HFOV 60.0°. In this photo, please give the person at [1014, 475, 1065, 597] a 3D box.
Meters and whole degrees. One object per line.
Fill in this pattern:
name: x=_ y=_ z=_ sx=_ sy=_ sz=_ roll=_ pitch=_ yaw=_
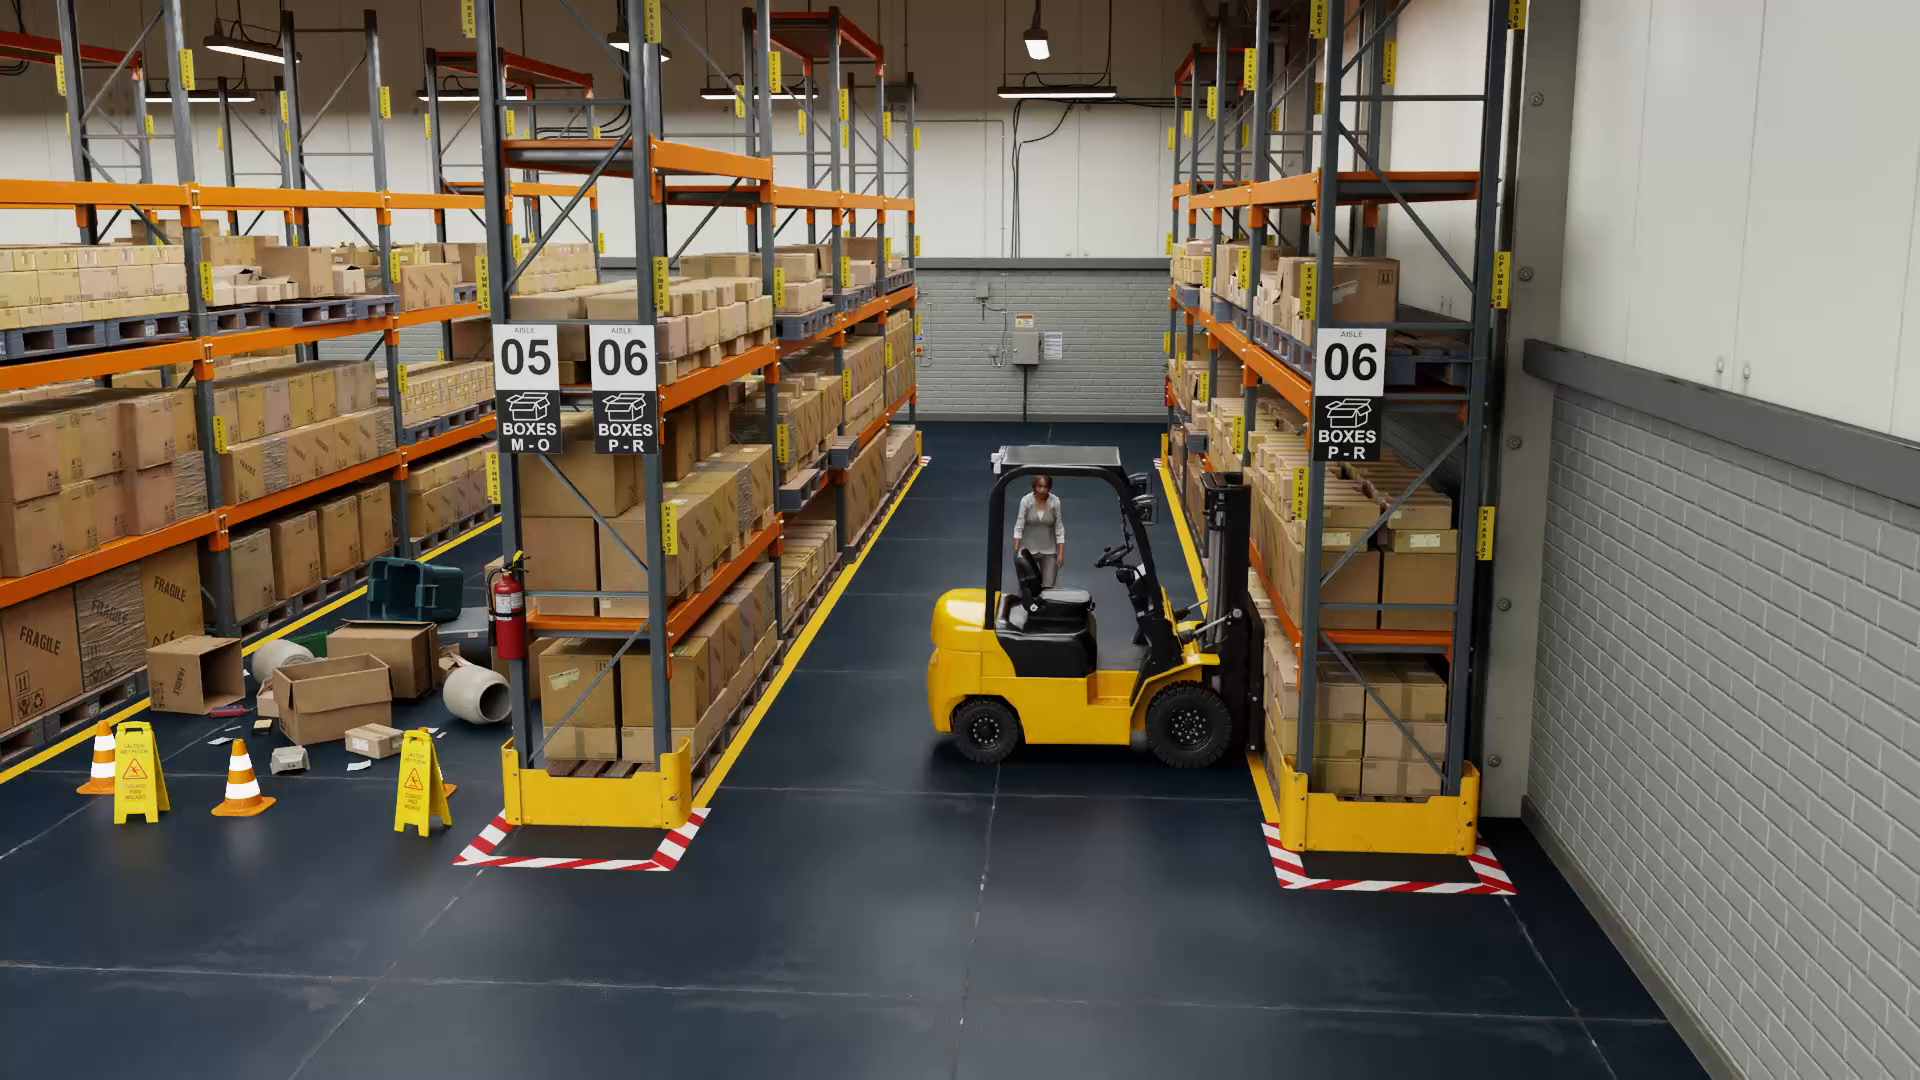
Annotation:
person: x=0.716 y=0.146 z=15.211 sx=0.483 sy=1.592 sz=0.347 roll=0 pitch=11 yaw=0
